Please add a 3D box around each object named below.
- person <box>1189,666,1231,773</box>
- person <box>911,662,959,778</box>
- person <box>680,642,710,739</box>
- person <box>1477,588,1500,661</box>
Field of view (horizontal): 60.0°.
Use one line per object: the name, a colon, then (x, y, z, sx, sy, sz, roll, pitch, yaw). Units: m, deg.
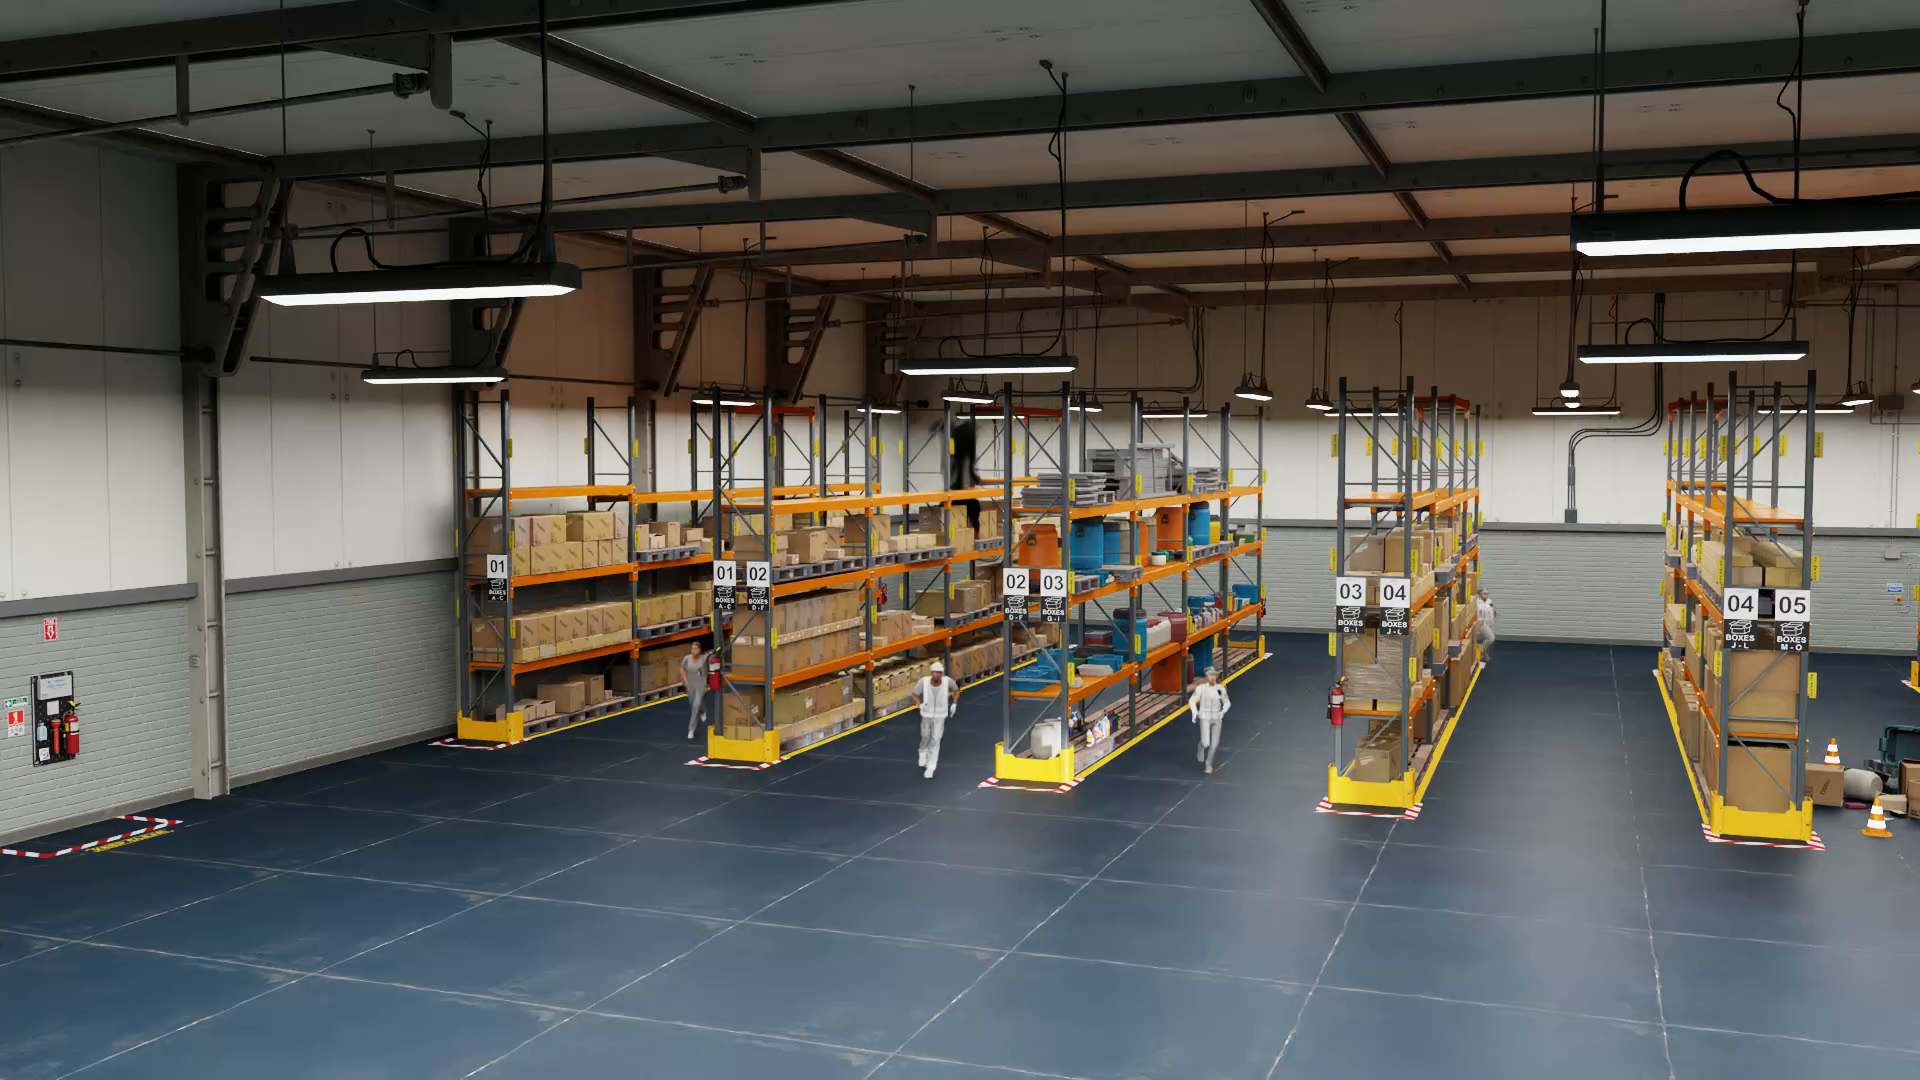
person: (3.880, 2.769, 25.734, 0.629, 1.652, 0.555, 0, 3, 1)
person: (-0.381, 2.716, 25.599, 0.740, 1.723, 1.035, 0, 3, -3)
person: (-4.600, 2.603, 29.153, 0.564, 1.629, 1.047, 0, 3, 6)
person: (12.350, 1.996, 39.109, 0.655, 1.768, 0.669, -2, 4, -35)
